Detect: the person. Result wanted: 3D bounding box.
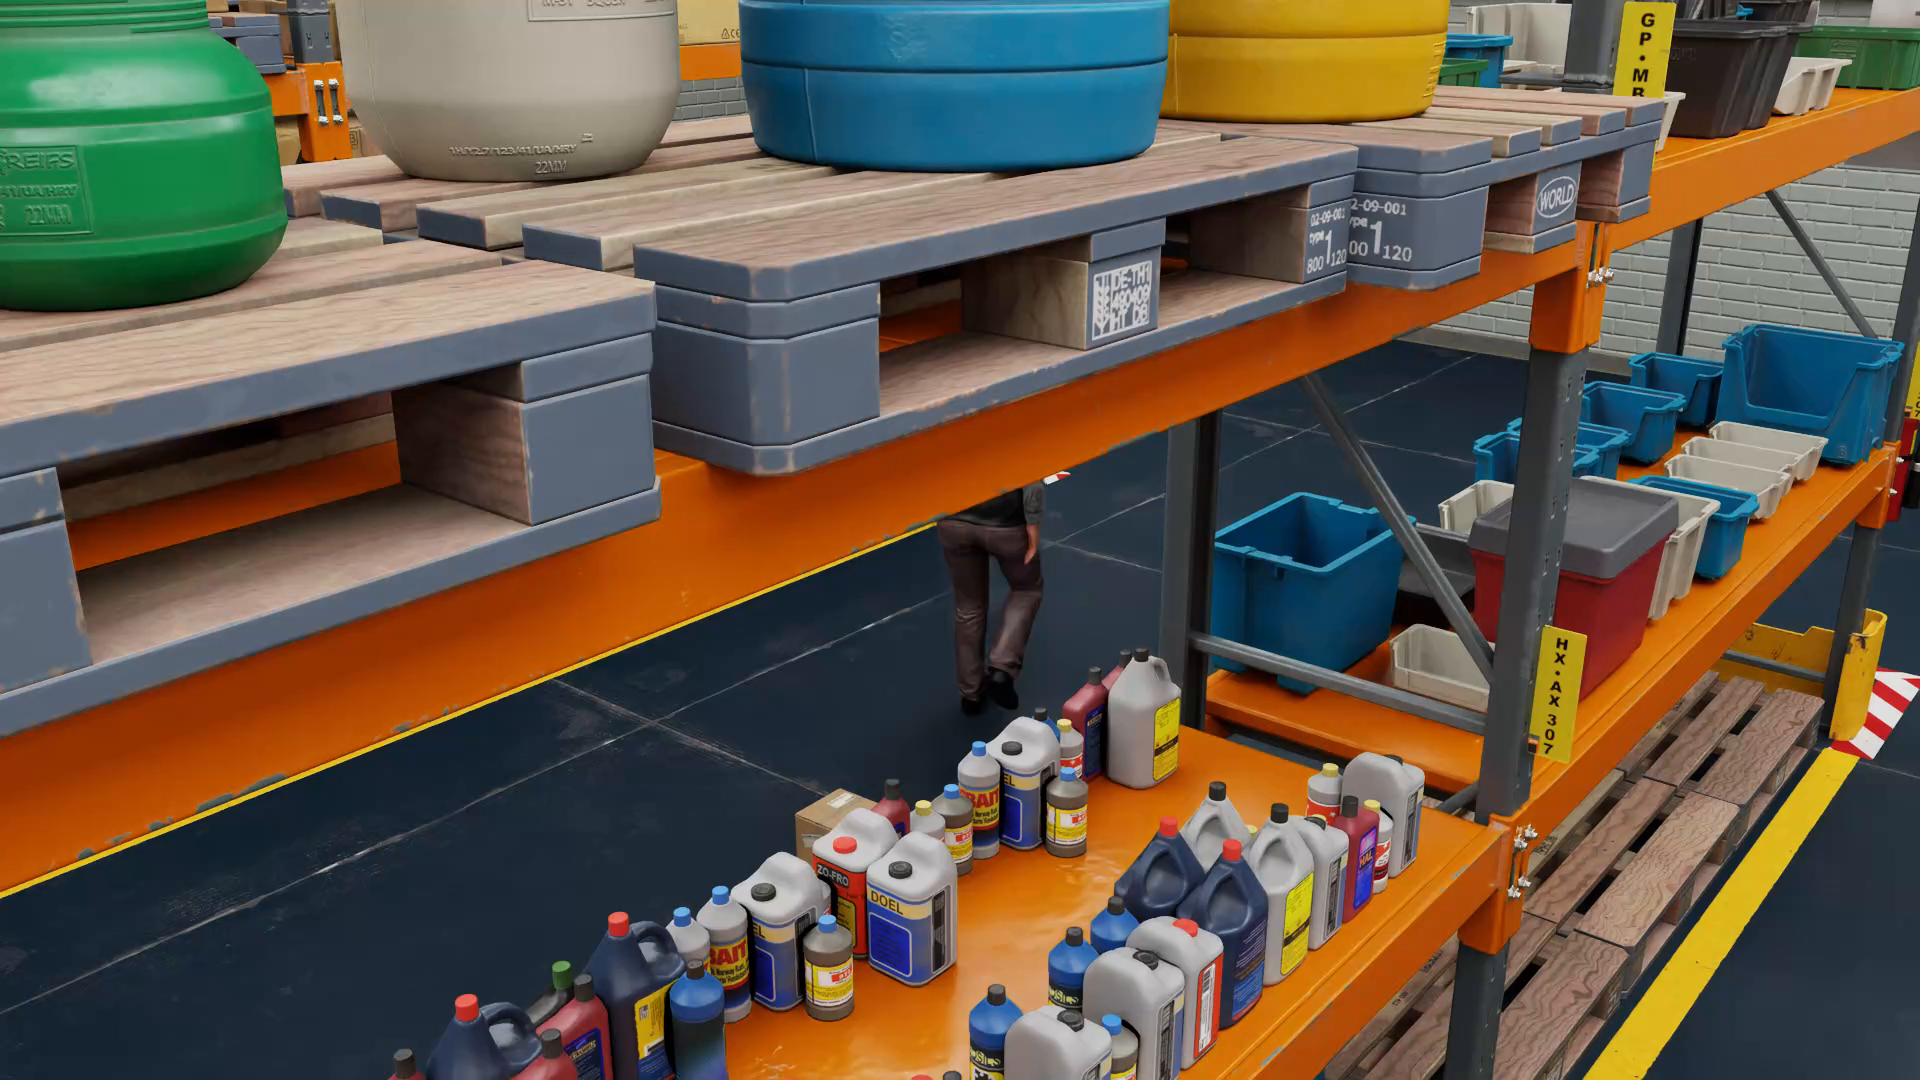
[{"bbox_3d":[0.115,-0.073,7.240,0.546,1.719,0.473,6,21,15],"label":"person"}]
